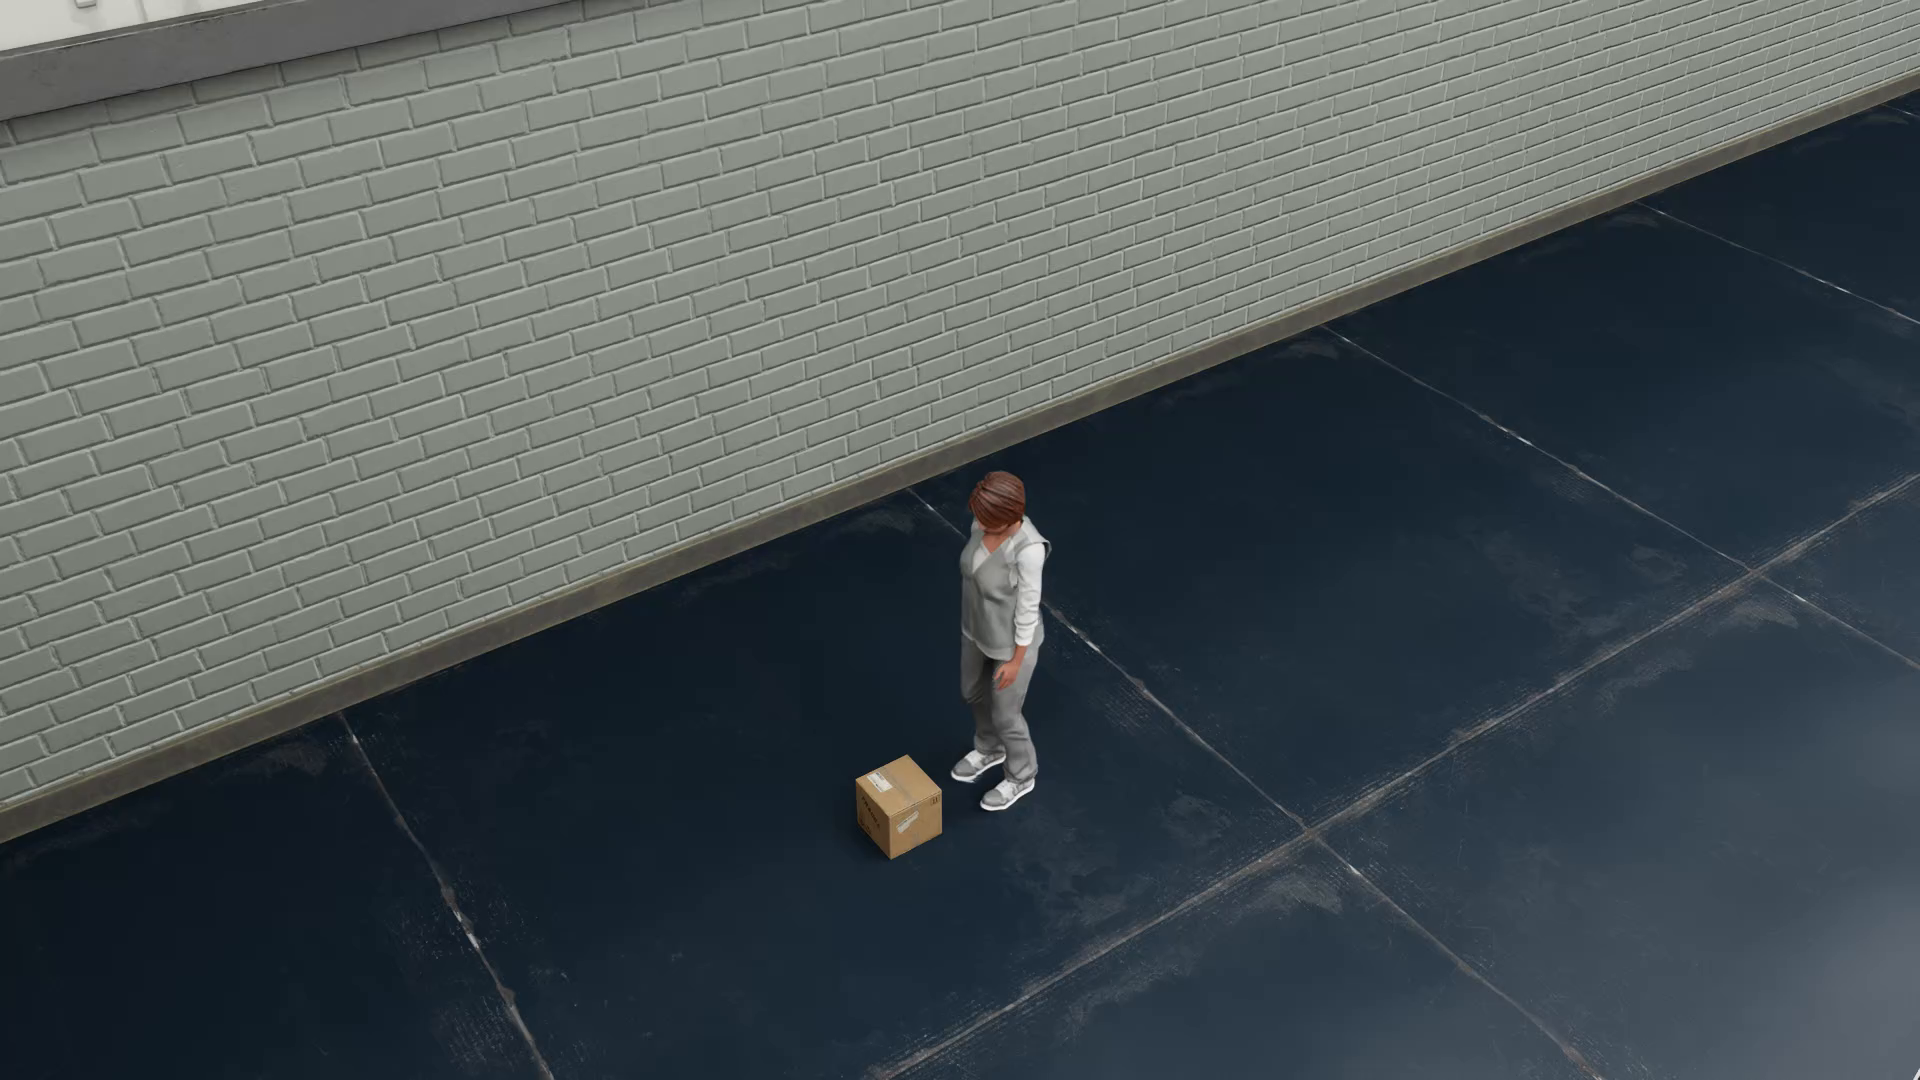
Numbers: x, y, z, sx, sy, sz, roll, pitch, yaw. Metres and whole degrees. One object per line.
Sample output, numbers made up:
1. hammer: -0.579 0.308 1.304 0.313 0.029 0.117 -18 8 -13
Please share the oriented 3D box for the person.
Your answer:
1. person: 0.173 0.485 6.571 0.277 1.206 0.410 -22 42 -27
